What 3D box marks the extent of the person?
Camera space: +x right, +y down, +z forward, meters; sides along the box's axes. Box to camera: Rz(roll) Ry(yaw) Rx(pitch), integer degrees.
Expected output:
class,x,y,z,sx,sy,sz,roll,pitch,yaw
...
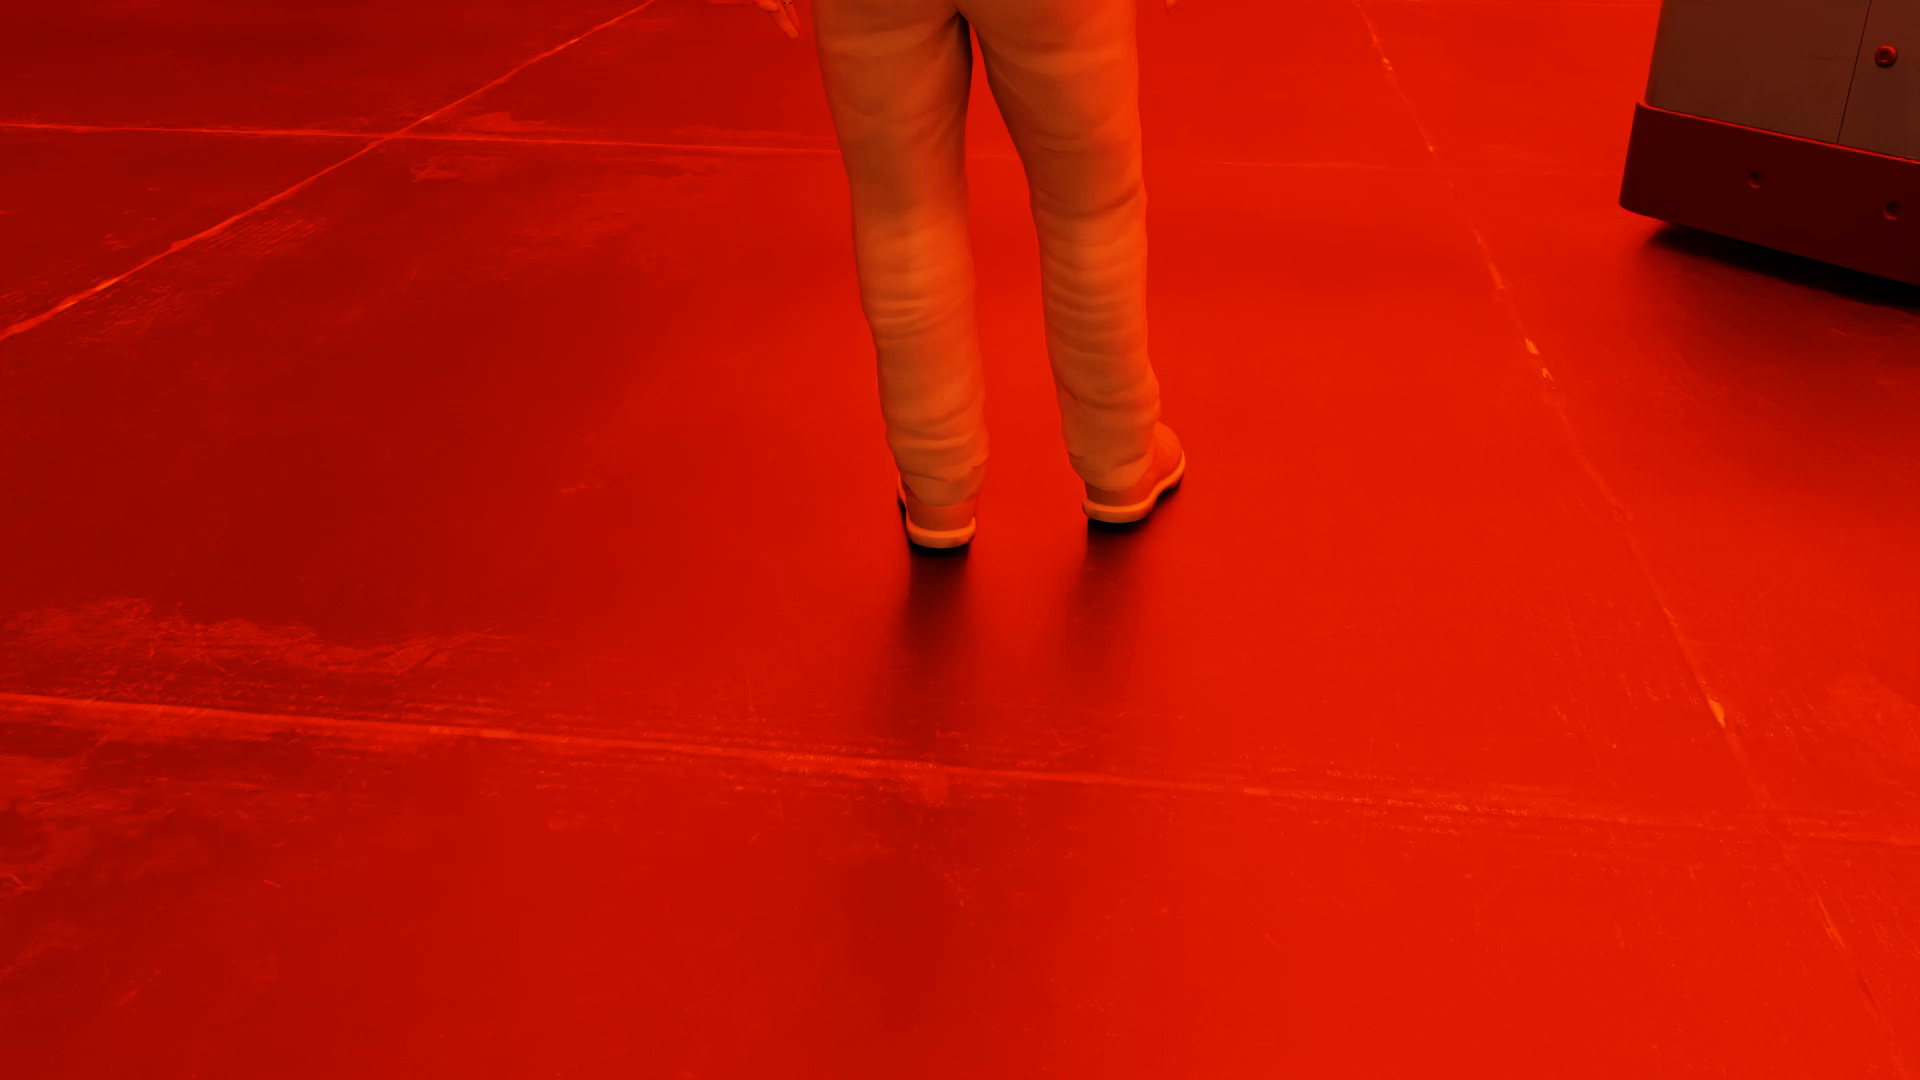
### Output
class,x,y,z,sx,sy,sz,roll,pitch,yaw
person,0.021,-0.839,2.167,0.641,1.781,0.574,3,27,7

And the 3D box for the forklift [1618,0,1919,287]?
class,x,y,z,sx,sy,sz,roll,pitch,yaw
forklift,3.059,-2.225,3.678,3.031,2.935,1.130,-17,31,-30
